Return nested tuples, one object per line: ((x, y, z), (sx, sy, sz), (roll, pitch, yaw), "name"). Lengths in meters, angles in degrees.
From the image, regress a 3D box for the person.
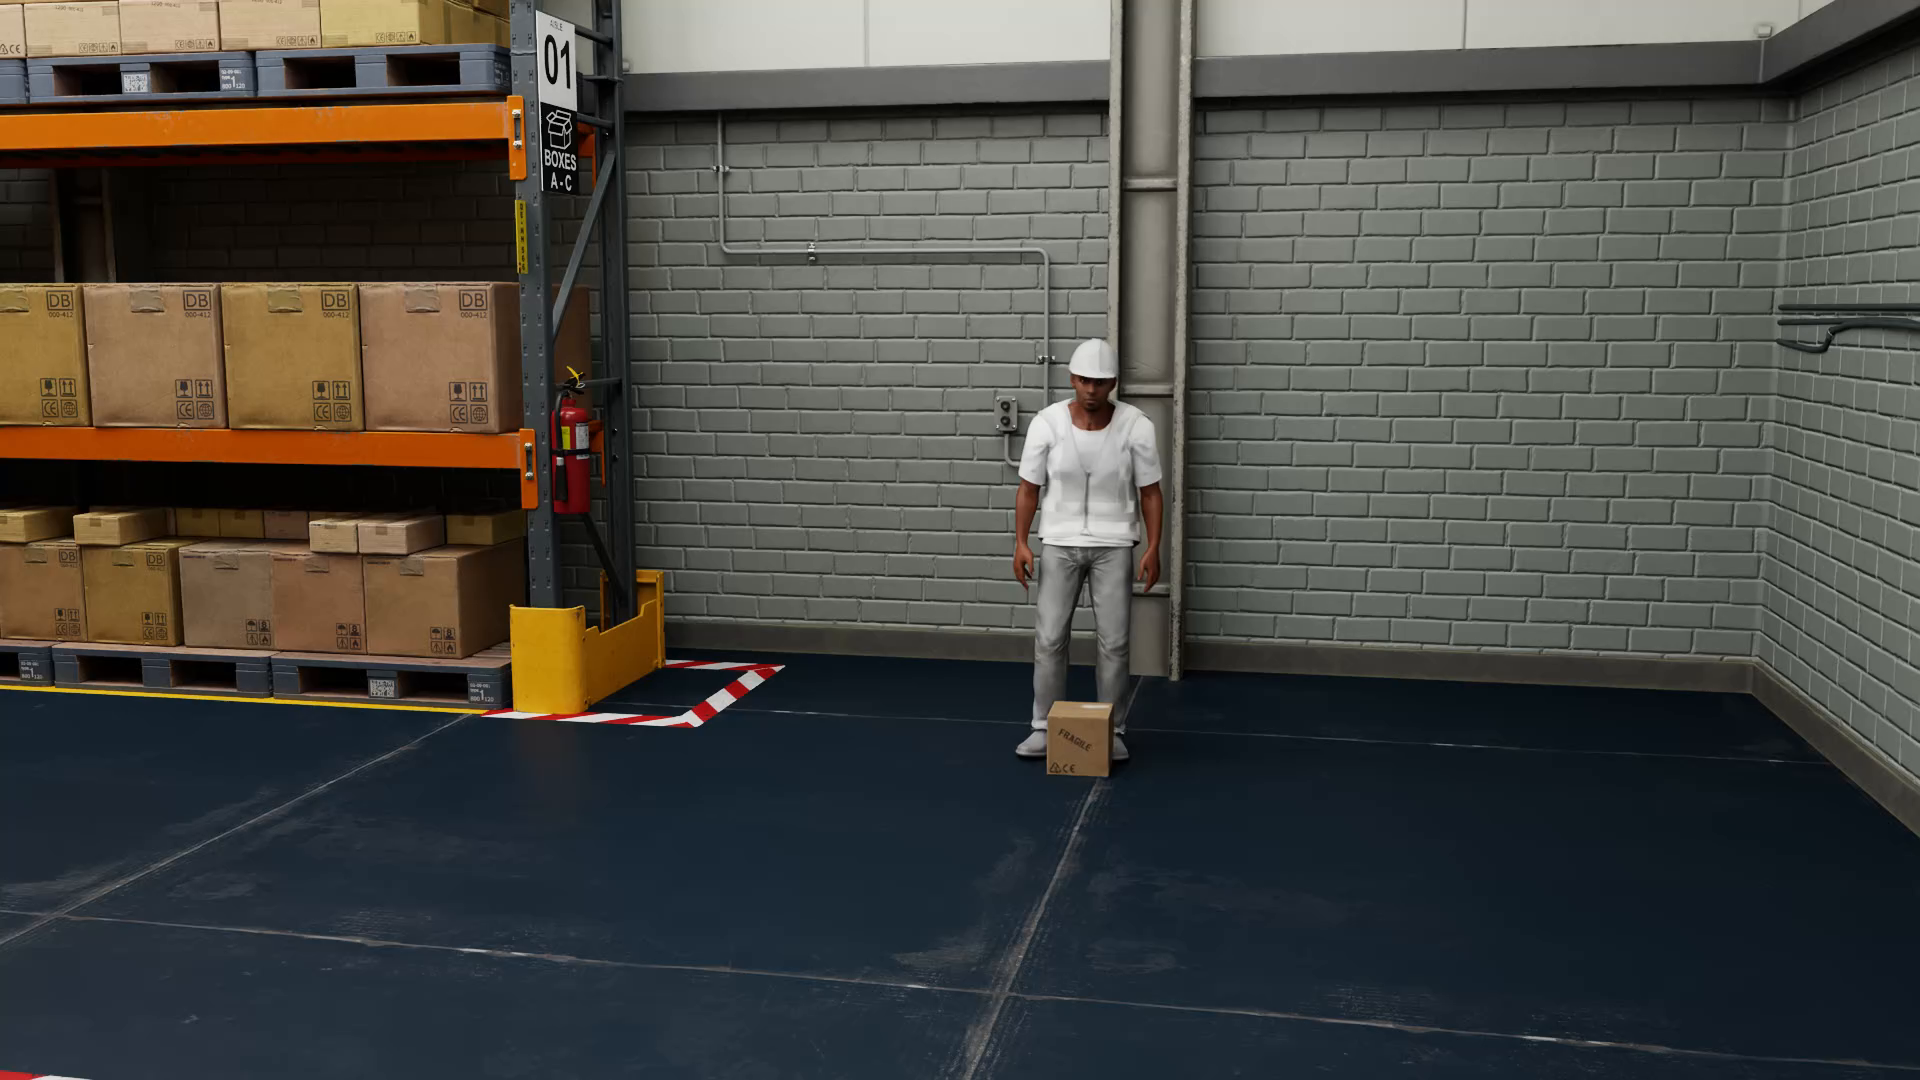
((0.533, -0.304, 6.914), (0.624, 1.063, 0.463), (1, 8, 9), "person")
